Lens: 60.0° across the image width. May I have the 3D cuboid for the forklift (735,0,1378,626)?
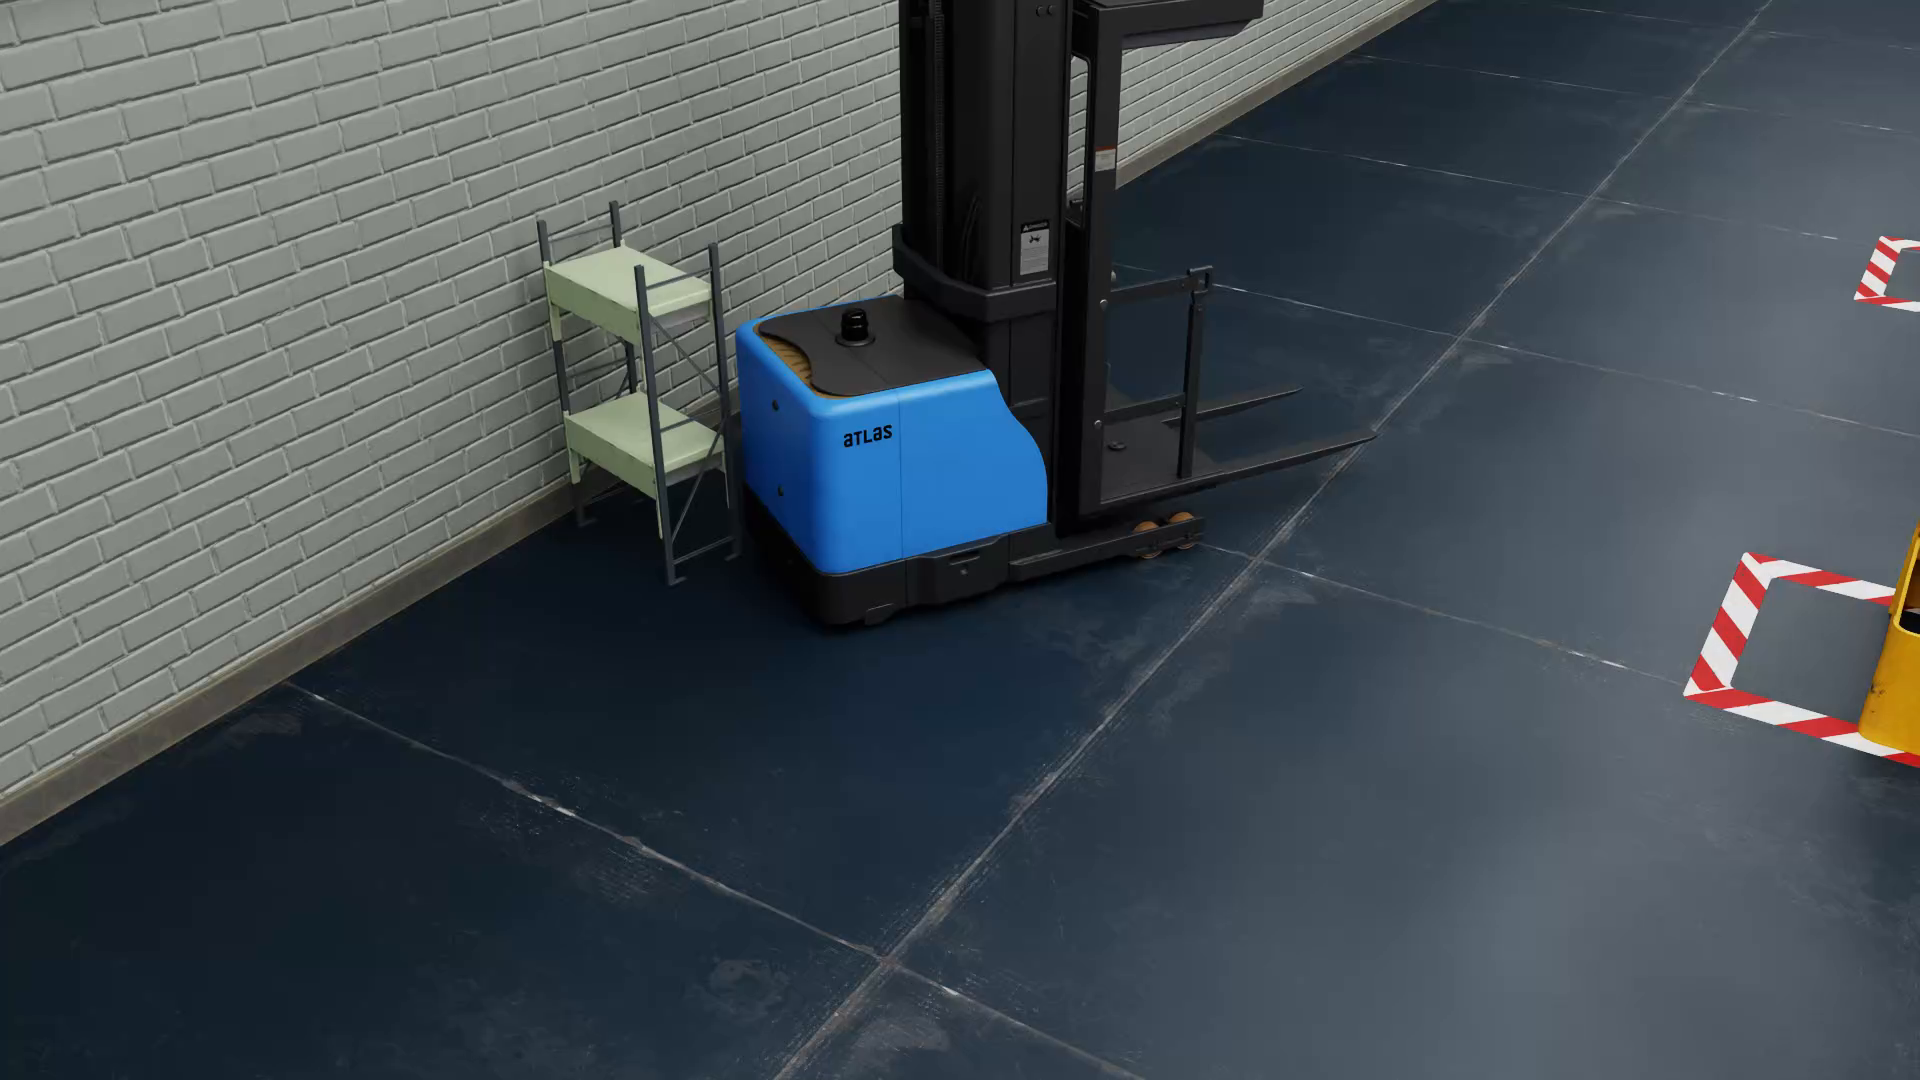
[{"bbox_3d":[0.558,-1.405,7.250,3.031,2.935,1.130,-14,33,-23],"label":"forklift"}]

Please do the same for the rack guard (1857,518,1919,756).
[{"bbox_3d":[3.925,0.344,6.664,0.348,0.500,1.175,18,35,27],"label":"rack guard"}]

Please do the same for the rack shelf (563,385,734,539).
[{"bbox_3d":[-1.407,-0.365,7.534,0.431,0.370,0.720,-26,39,-37],"label":"rack shelf"}]

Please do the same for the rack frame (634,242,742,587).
[{"bbox_3d":[-1.154,-0.513,7.142,0.400,1.500,0.023,-26,39,-37],"label":"rack frame"}]

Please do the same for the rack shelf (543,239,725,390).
[{"bbox_3d":[-1.407,-0.984,7.174,0.431,0.370,0.720,-26,39,-37],"label":"rack shelf"}]

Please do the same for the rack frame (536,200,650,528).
[{"bbox_3d":[-1.660,-0.780,7.599,0.400,1.500,0.023,-26,39,-37],"label":"rack frame"}]

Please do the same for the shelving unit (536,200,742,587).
[{"bbox_3d":[-1.407,-0.647,7.370,0.431,1.500,0.755,-26,39,-37],"label":"shelving unit"}]
